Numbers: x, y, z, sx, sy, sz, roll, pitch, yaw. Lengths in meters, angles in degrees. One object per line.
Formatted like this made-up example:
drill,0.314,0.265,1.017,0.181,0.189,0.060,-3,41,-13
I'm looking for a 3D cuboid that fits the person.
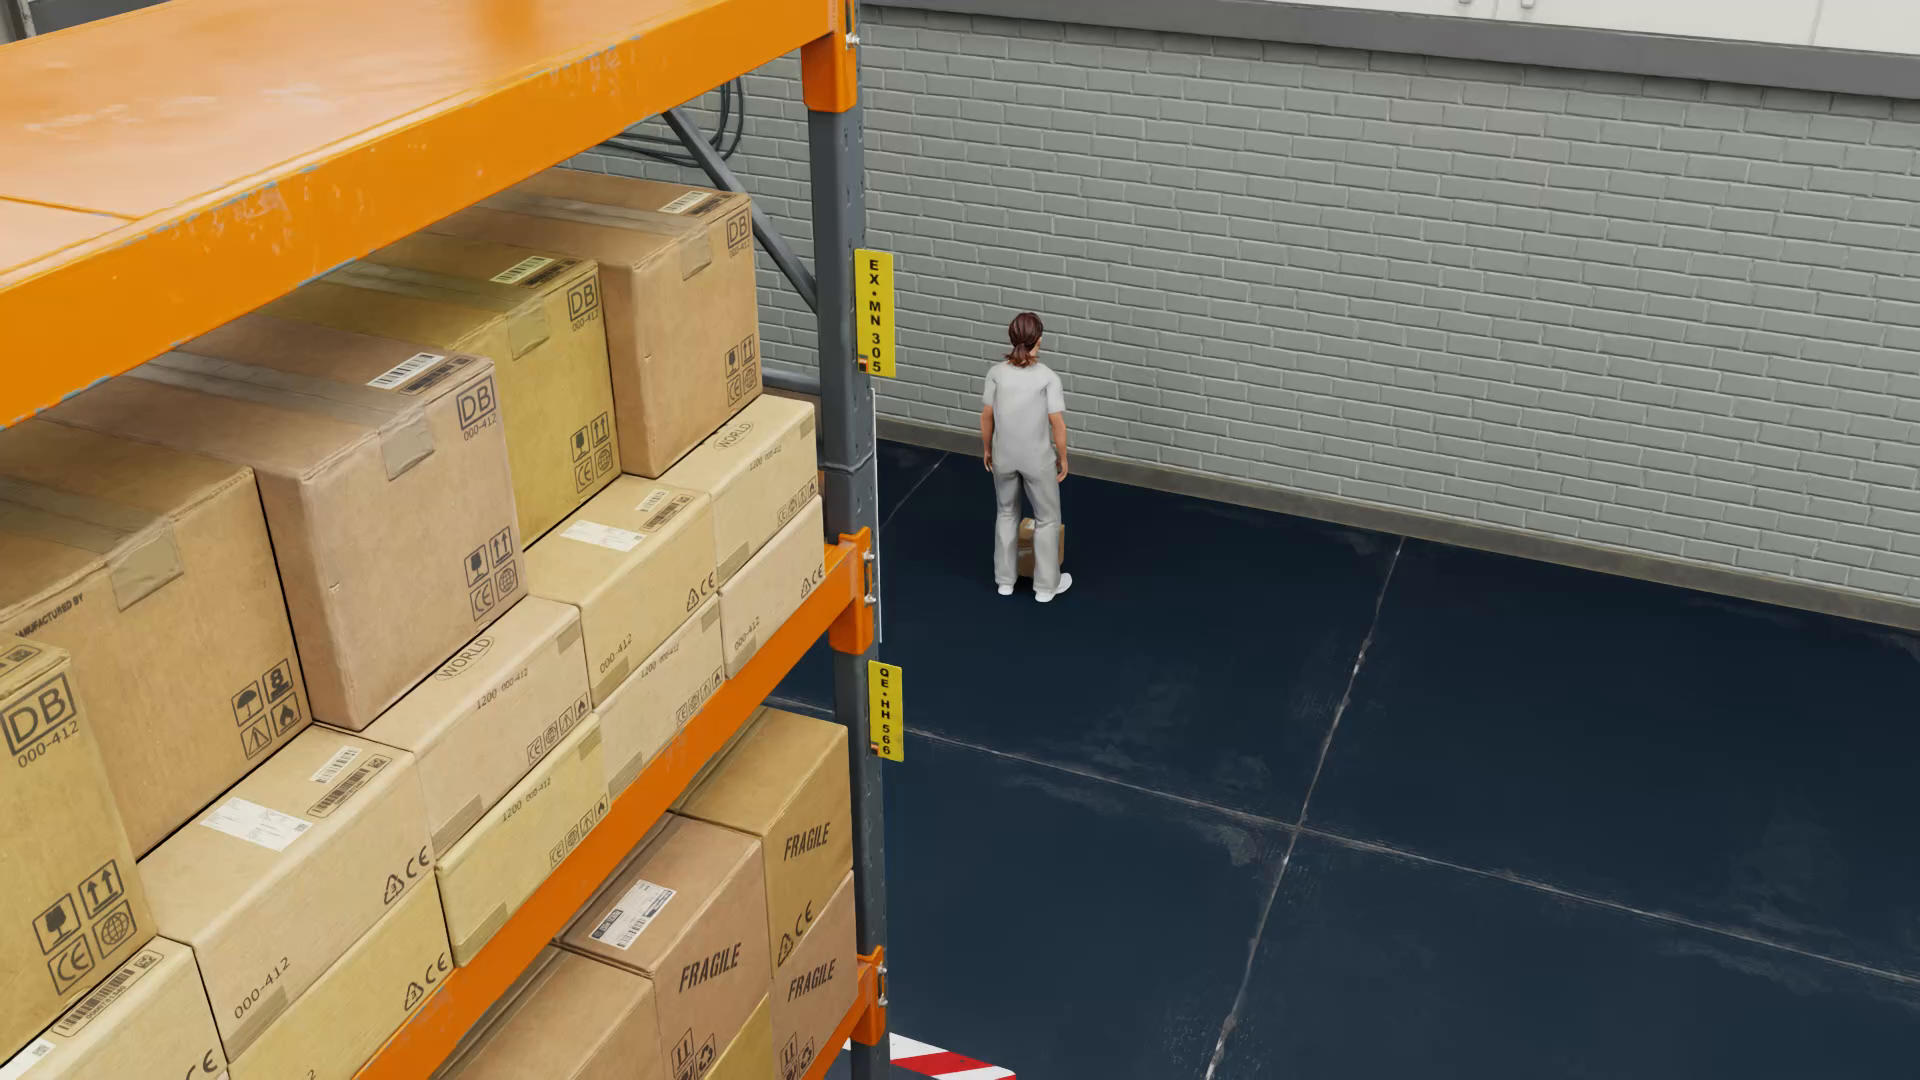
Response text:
person,0.366,-0.448,9.179,0.508,1.671,0.363,10,31,16
